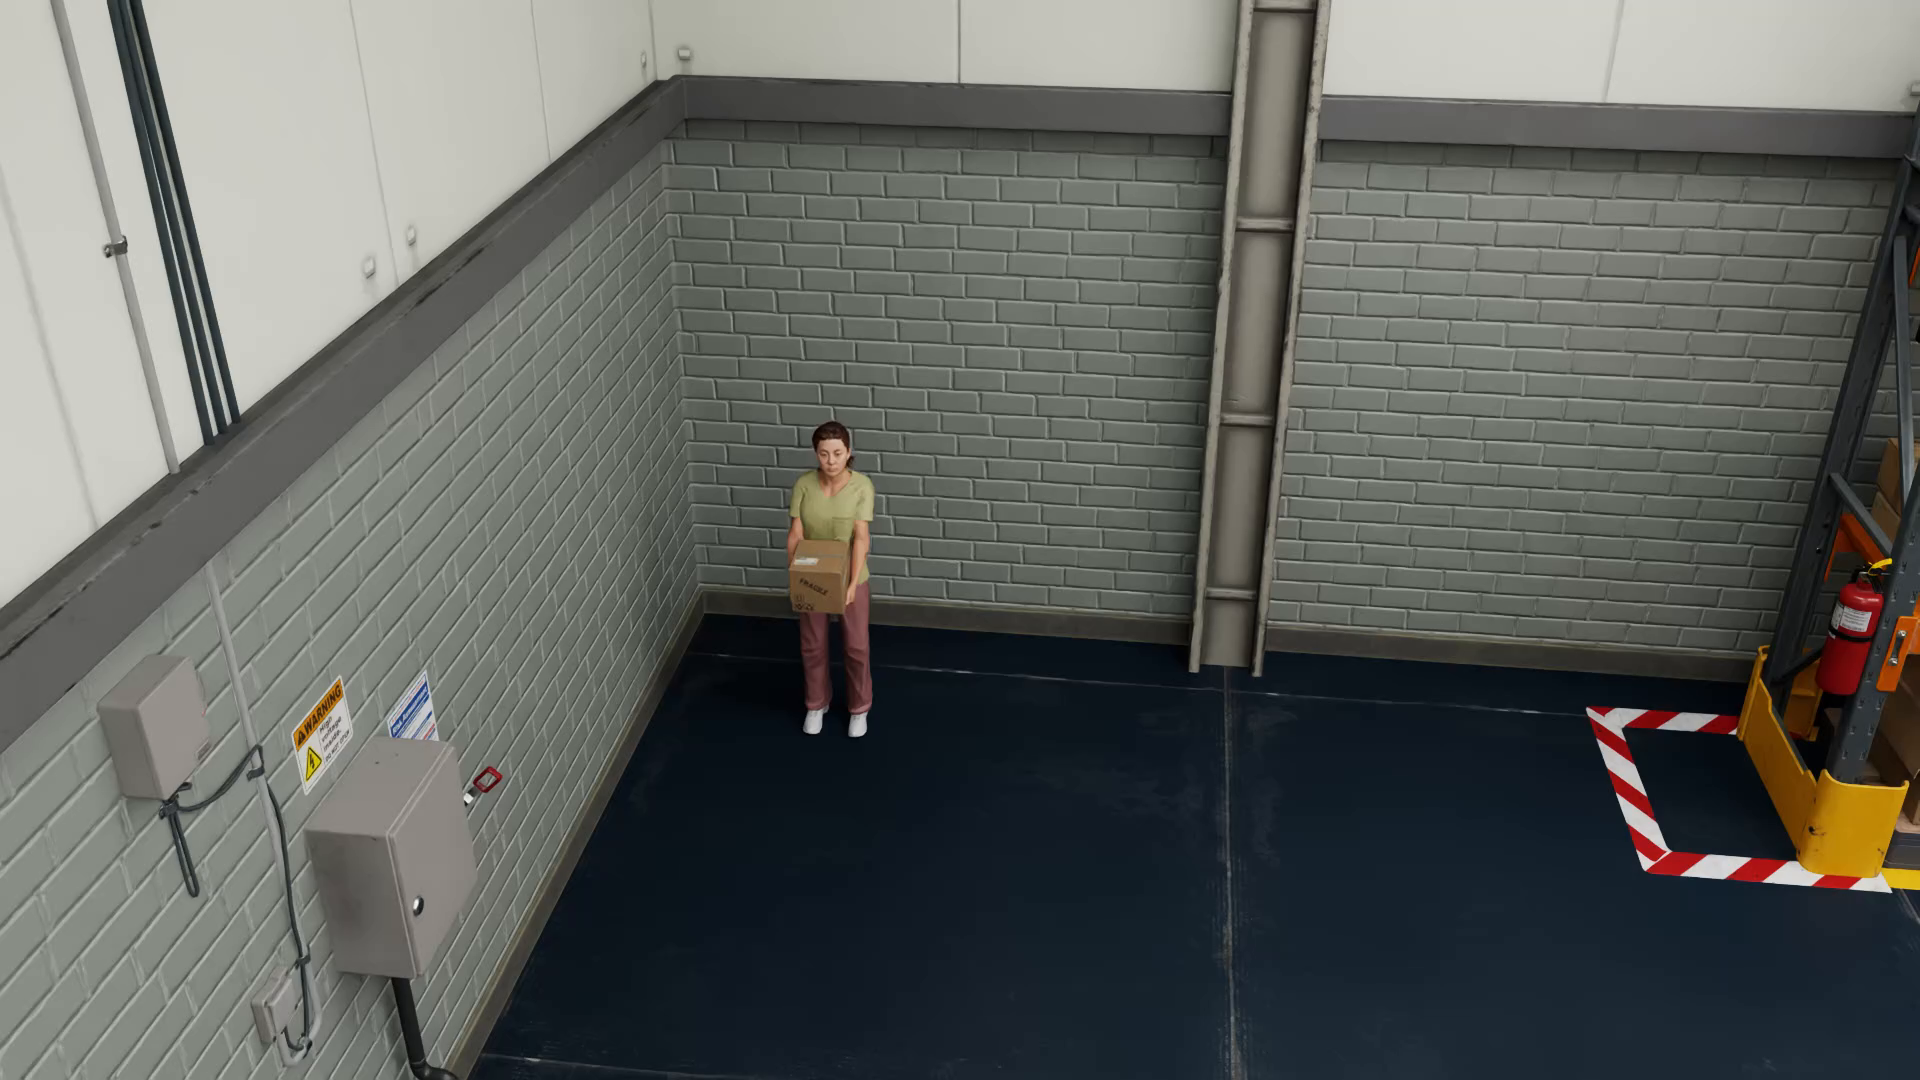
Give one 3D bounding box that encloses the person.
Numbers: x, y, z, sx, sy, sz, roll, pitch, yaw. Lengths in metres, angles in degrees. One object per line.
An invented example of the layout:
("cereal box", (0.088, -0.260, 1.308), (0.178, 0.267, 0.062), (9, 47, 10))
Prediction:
("person", (-0.633, 0.235, 8.204), (0.420, 1.668, 0.538), (3, 29, 6))
